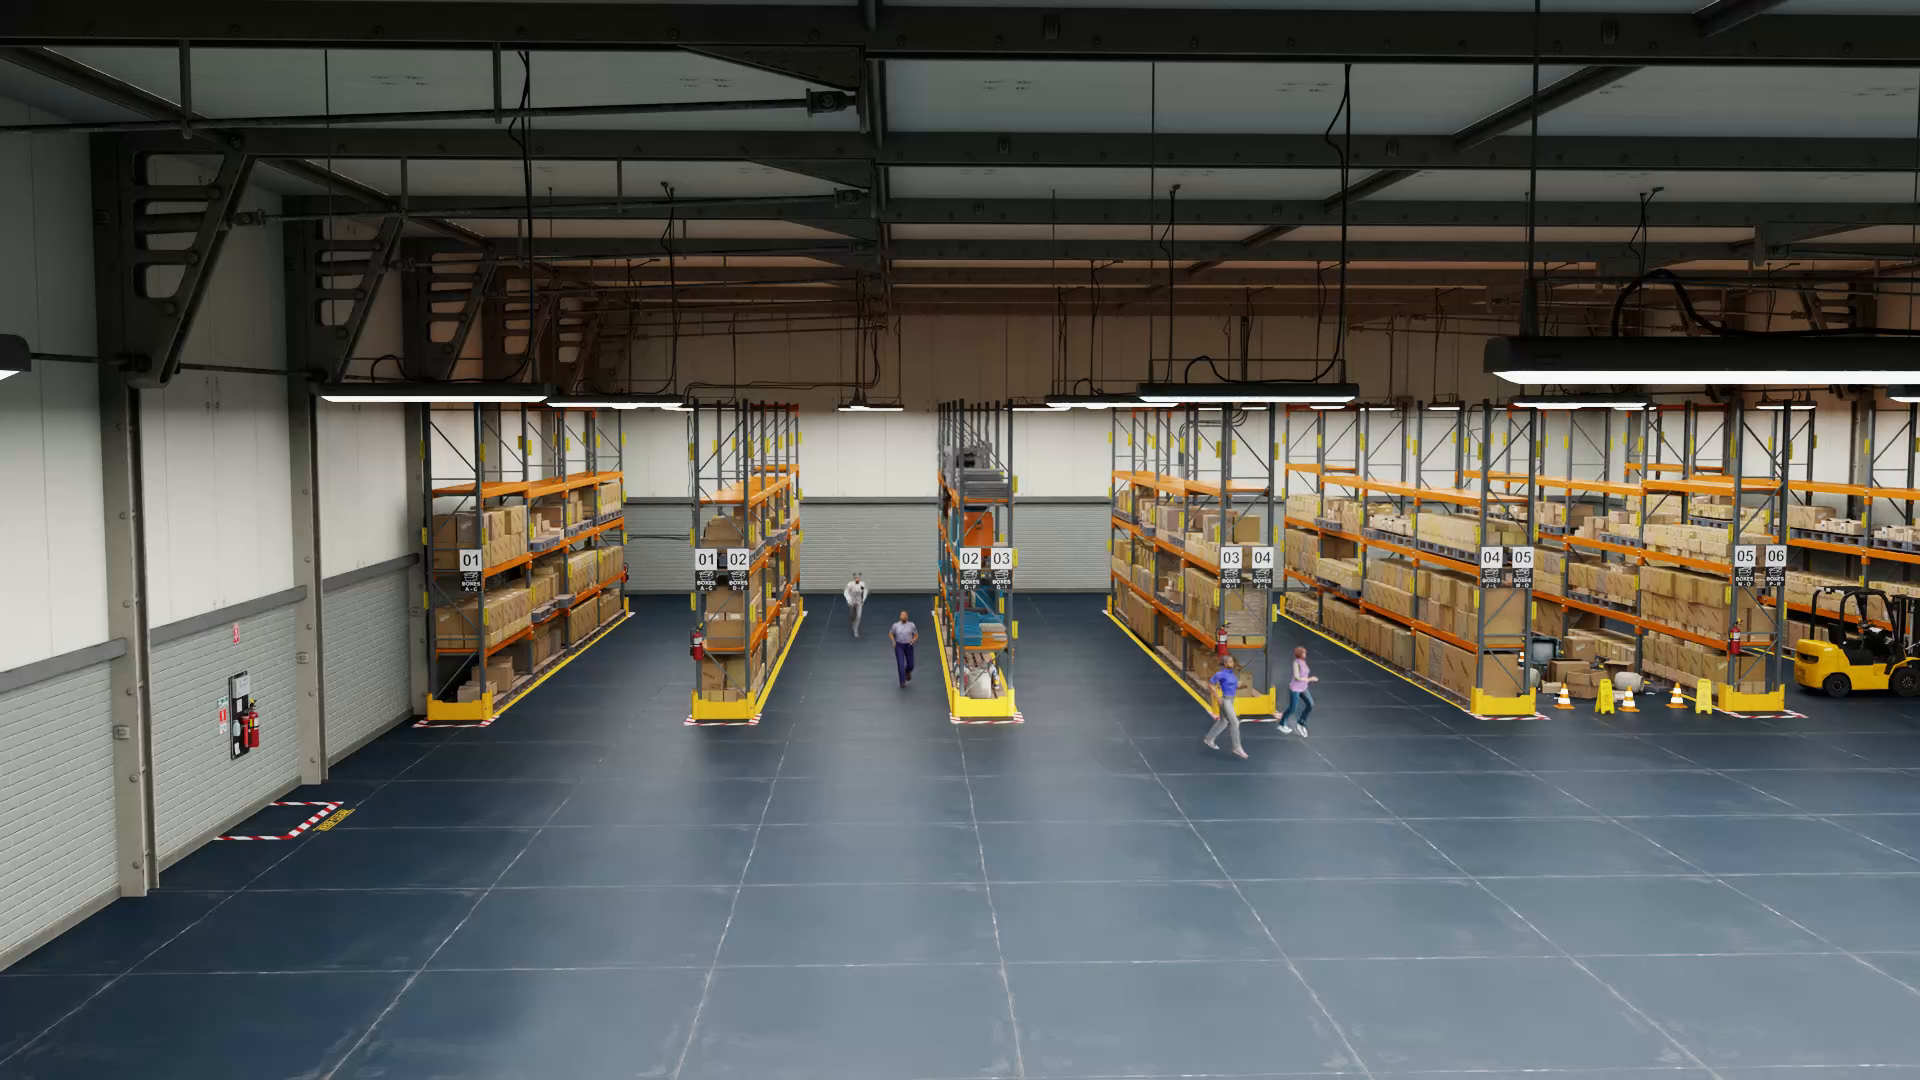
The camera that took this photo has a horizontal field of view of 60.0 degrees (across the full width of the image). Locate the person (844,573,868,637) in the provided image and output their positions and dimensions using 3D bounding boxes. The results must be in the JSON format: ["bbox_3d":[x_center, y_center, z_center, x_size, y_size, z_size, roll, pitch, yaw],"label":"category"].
[{"bbox_3d":[-2.695,1.654,43.029,0.619,1.682,0.947,-1,4,-8],"label":"person"}]

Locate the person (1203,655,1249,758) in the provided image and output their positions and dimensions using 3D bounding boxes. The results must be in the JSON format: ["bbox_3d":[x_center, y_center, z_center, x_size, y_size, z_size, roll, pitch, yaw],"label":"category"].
[{"bbox_3d":[4.467,2.775,27.862,0.846,1.677,0.562,2,5,30],"label":"person"}]

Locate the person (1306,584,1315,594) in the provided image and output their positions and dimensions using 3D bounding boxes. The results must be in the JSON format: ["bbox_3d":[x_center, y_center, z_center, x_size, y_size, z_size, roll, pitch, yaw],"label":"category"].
[{"bbox_3d":[10.428,1.153,49.035,0.766,1.706,0.706,0,4,1],"label":"person"}]

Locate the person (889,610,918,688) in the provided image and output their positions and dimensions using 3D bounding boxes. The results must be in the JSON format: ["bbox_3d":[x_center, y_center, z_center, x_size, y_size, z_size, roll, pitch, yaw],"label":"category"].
[{"bbox_3d":[-1.182,2.276,34.882,0.613,1.599,0.646,-1,4,-8],"label":"person"}]

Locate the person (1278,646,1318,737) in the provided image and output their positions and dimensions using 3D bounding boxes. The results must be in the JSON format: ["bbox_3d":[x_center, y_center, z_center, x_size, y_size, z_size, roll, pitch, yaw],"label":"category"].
[{"bbox_3d":[6.014,2.685,29.502,0.761,1.620,0.503,4,6,40],"label":"person"}]
